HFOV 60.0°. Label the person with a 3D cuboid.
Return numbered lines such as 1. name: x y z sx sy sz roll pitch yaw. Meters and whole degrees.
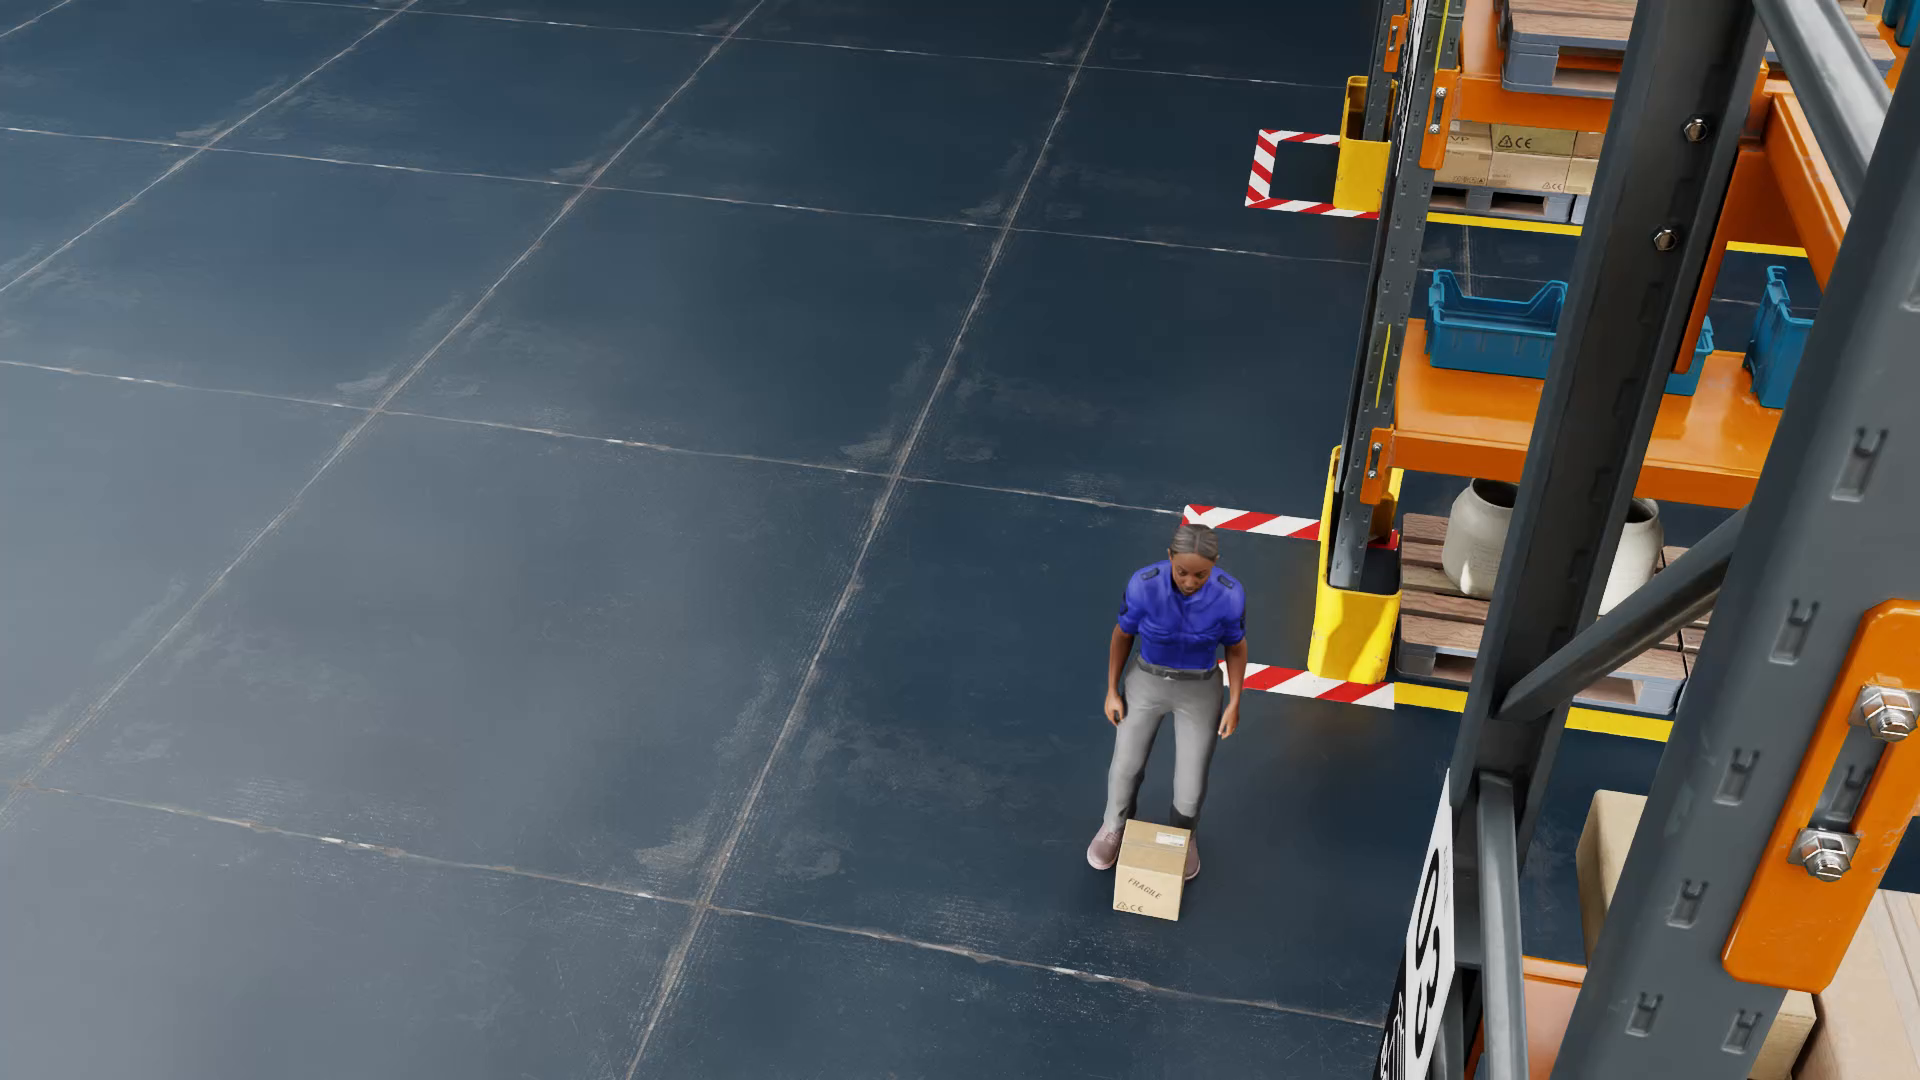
1. person: 0.779 0.578 6.195 0.510 1.654 0.351 7 37 10
